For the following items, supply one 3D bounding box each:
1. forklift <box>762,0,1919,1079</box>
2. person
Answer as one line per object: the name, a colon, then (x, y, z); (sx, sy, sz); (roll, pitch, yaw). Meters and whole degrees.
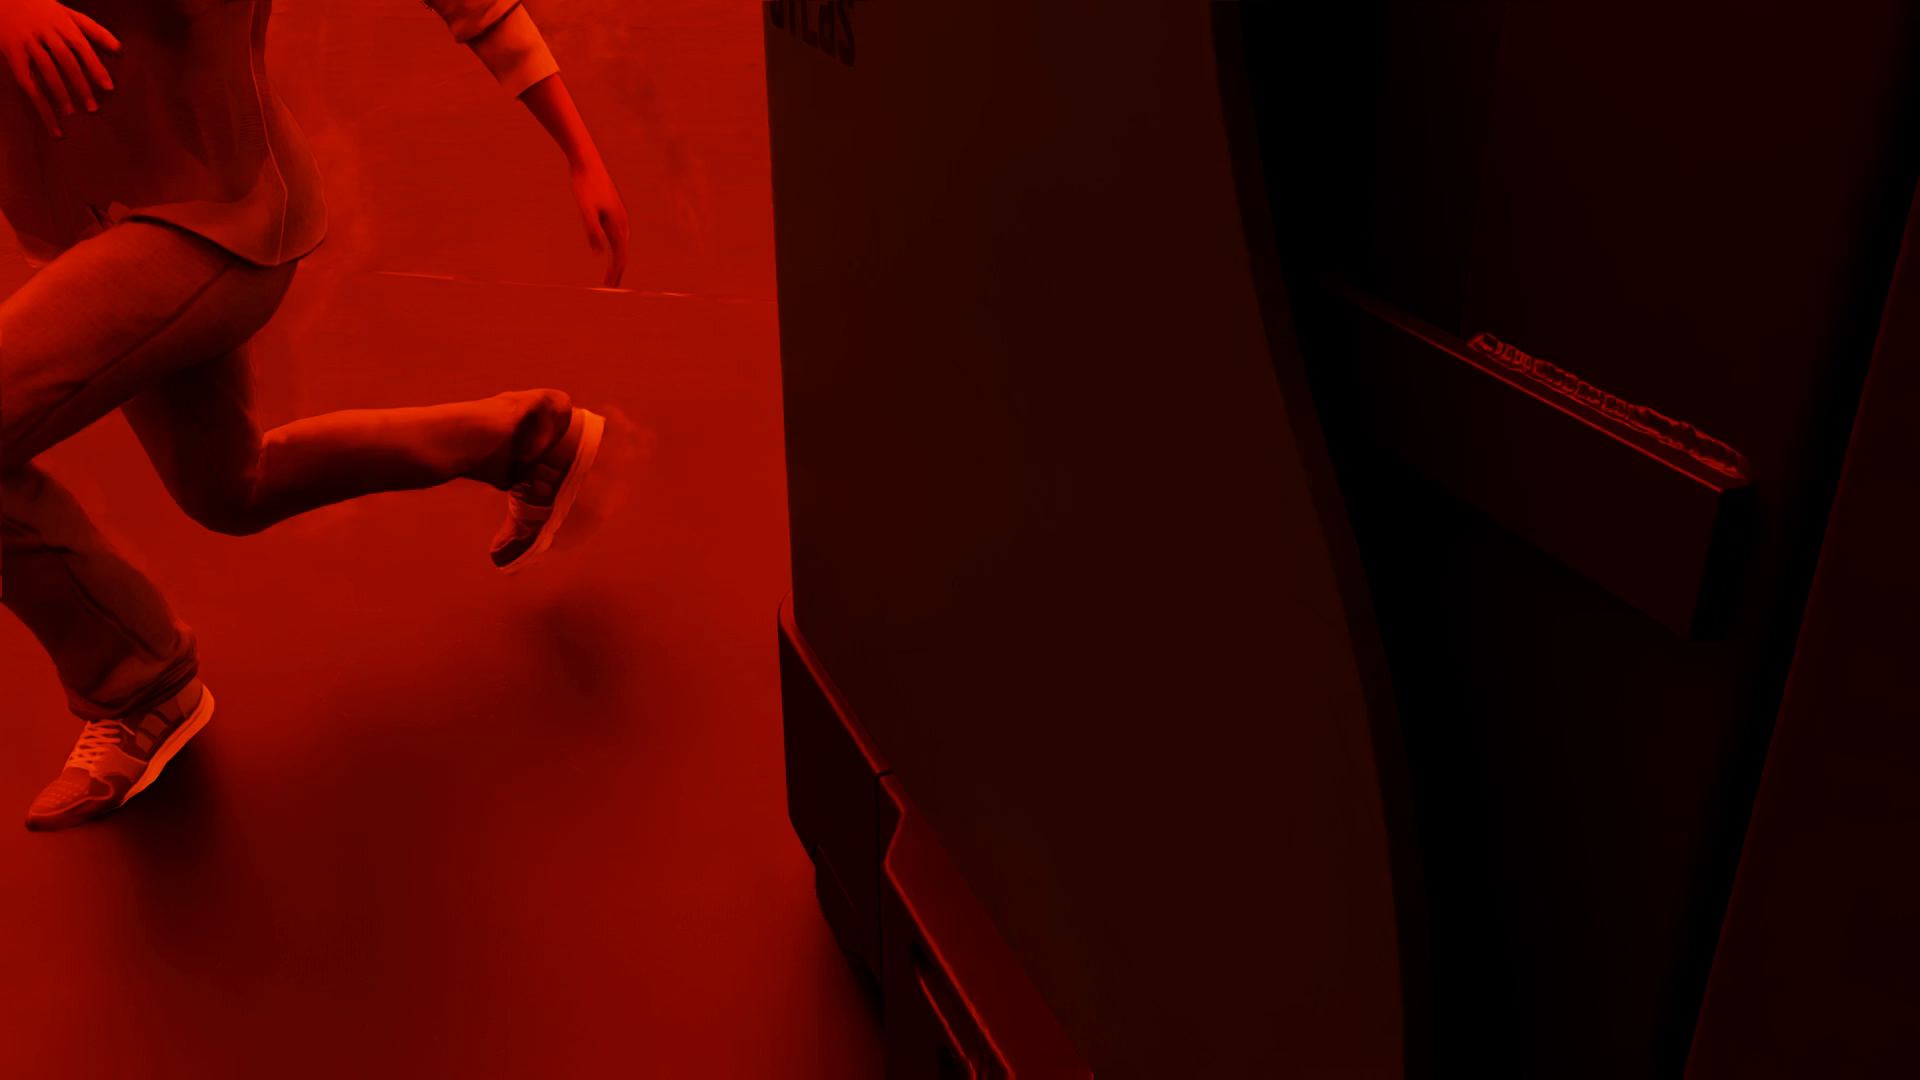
forklift: (0.851, -0.449, 0.136); (1.130, 2.935, 3.031); (-11, 29, -20)
person: (-0.757, -0.377, 1.813); (0.576, 1.358, 0.848); (15, 30, 27)
